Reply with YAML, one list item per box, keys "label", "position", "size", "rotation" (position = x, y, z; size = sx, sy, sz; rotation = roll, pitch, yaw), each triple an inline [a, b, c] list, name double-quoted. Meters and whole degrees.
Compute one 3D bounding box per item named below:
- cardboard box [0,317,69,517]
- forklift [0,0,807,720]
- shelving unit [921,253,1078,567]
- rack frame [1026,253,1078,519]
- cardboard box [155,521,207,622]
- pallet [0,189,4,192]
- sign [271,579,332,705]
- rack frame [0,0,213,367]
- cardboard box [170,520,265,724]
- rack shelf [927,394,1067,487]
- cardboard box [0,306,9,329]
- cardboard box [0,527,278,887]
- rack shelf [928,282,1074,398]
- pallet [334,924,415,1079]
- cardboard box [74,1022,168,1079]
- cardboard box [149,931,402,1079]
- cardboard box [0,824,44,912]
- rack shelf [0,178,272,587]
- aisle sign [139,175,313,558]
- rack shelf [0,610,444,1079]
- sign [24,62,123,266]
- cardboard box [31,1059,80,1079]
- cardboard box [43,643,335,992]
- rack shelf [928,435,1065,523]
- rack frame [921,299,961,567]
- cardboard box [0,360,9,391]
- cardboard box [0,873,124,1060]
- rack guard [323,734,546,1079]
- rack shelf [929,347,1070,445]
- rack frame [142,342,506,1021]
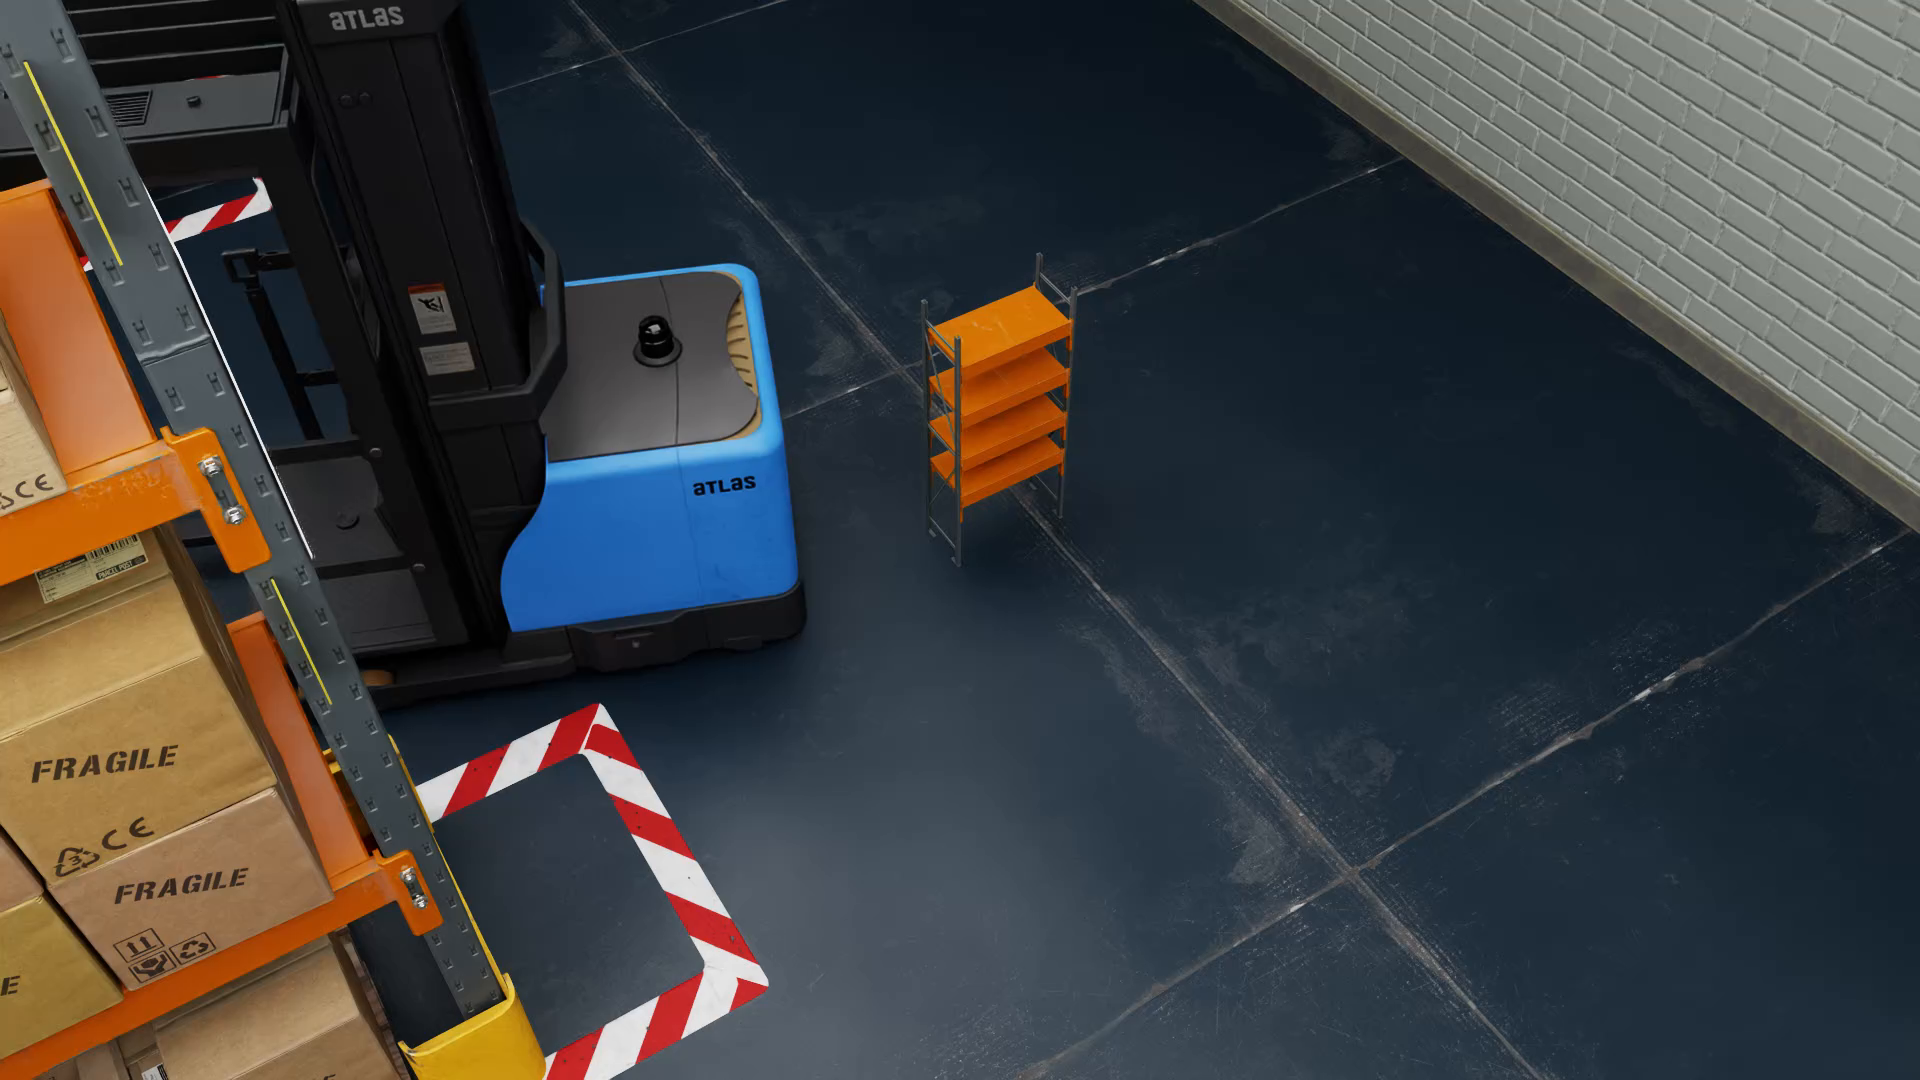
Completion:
- label: "cardboard box"
  position: [-1.959, -0.227, 2.980]
  size: [0.500, 0.250, 0.500]
  rotation: [-25, 53, -21]
- label: "forklift"
  position: [-2.151, -0.748, 5.398]
  size: [3.031, 2.935, 1.130]
  rotation: [-8, 49, -7]
- label: "shelving unit"
  position: [0.140, -0.465, 6.306]
  size: [0.503, 1.200, 0.258]
  rotation: [-25, 53, -21]
- label: "rack frame"
  position: [0.346, -0.562, 6.393]
  size: [0.015, 1.200, 0.240]
  rotation: [-25, 53, -21]
- label: "cardboard box"
  position: [-2.181, -0.006, 3.955]
  size: [0.500, 0.500, 0.500]
  rotation: [-24, 52, -20]
- label: "pallet"
  position: [-4.946, -1.482, 7.874]
  size: [1.213, 0.211, 1.003]
  rotation: [-25, 53, -21]
- label: "sign"
  position: [-1.386, 0.218, 3.505]
  size: [0.005, 0.325, 0.100]
  rotation: [-25, 53, -21]
- label: "rack frame"
  position: [-1.666, -1.645, 2.135]
  size: [0.127, 3.000, 1.000]
  rotation: [-25, 53, -21]
- label: "cardboard box"
  position: [-2.181, 0.327, 4.329]
  size: [0.500, 0.500, 0.500]
  rotation: [-24, 53, -20]
- label: "rack shelf"
  position: [0.140, -0.420, 6.356]
  size: [0.480, 0.148, 0.258]
  rotation: [-25, 53, -21]
- label: "cardboard box"
  position: [-2.236, -0.554, 3.272]
  size: [0.500, 0.250, 0.500]
  rotation: [-25, 53, -21]
- label: "cardboard box"
  position: [-1.895, 0.335, 3.652]
  size: [0.500, 0.500, 0.500]
  rotation: [-26, 53, -21]
- label: "rack shelf"
  position: [0.140, -0.726, 6.013]
  size: [0.480, 0.148, 0.258]
  rotation: [-25, 53, -21]
- label: "pallet"
  position: [-2.404, 1.626, 5.106]
  size: [1.213, 0.211, 1.003]
  rotation: [-25, 53, -21]
- label: "cardboard box"
  position: [-2.384, 1.623, 4.844]
  size: [0.250, 0.166, 0.380]
  rotation: [-25, 53, -21]
- label: "cardboard box"
  position: [-1.994, 1.407, 4.813]
  size: [0.500, 0.500, 0.500]
  rotation: [-25, 53, -21]
- label: "cardboard box"
  position: [-2.322, 0.537, 3.472]
  size: [0.500, 0.500, 0.500]
  rotation: [-24, 53, -20]
- label: "rack shelf"
  position: [-3.357, 0.388, 2.814]
  size: [4.000, 0.370, 1.077]
  rotation: [-25, 53, -21]
- label: "aisle sign"
  position: [-1.444, -0.348, 3.256]
  size: [0.004, 0.787, 0.394]
  rotation: [-25, 53, -21]
- label: "rack shelf"
  position: [-3.357, 1.386, 3.934]
  size: [4.000, 0.370, 1.077]
  rotation: [-25, 53, -21]
- label: "sign"
  position: [-1.386, -0.584, 2.605]
  size: [0.005, 0.325, 0.100]
  rotation: [-25, 53, -21]
- label: "cardboard box"
  position: [-2.700, 1.355, 5.027]
  size: [0.500, 0.250, 0.500]
  rotation: [-25, 53, -21]
- label: "cardboard box"
  position: [-1.899, 0.667, 4.026]
  size: [0.500, 0.500, 0.500]
  rotation: [-24, 52, -20]
- label: "rack shelf"
  position: [0.140, -0.288, 6.504]
  size: [0.480, 0.148, 0.258]
  rotation: [-25, 53, -21]
- label: "rack frame"
  position: [-0.066, -0.368, 6.219]
  size: [0.015, 1.200, 0.240]
  rotation: [-25, 53, -21]
- label: "cardboard box"
  position: [-1.964, -0.398, 2.799]
  size: [0.500, 0.250, 0.500]
  rotation: [-25, 53, -21]
- label: "cardboard box"
  position: [-2.336, 0.876, 3.840]
  size: [0.500, 0.500, 0.500]
  rotation: [-25, 53, -20]
- label: "rack guard"
  position: [-1.730, 1.211, 5.282]
  size: [0.348, 0.500, 1.175]
  rotation: [-25, 53, -21]
- label: "rack shelf"
  position: [0.140, -0.569, 6.189]
  size: [0.480, 0.148, 0.258]
  rotation: [-25, 53, -21]
- label: "rack frame"
  position: [-1.666, 0.350, 4.375]
  size: [0.127, 3.000, 1.000]
  rotation: [-25, 53, -21]
